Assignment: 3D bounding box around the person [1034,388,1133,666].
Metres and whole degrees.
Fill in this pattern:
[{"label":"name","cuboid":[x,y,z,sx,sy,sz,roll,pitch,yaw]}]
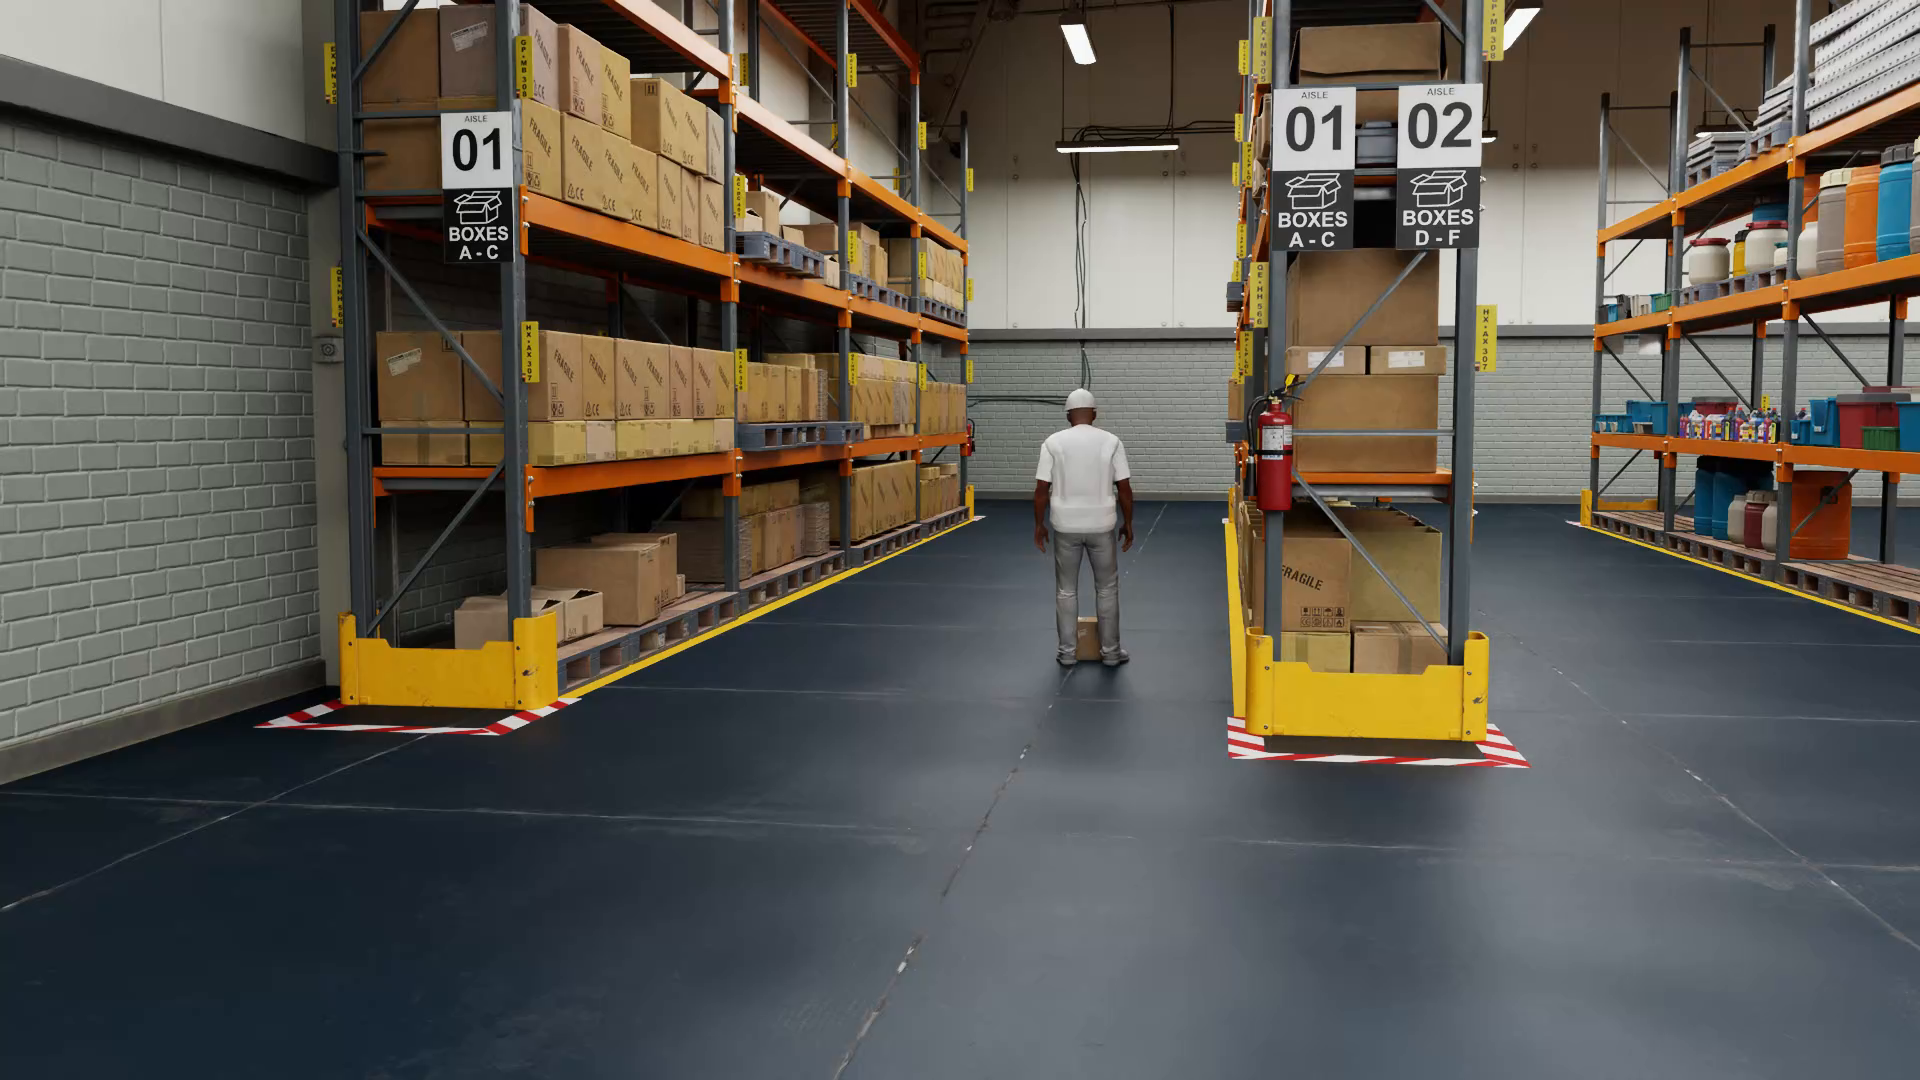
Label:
[{"label":"person","cuboid":[0.793,-0.088,10.657,0.636,1.761,0.454,0,4,6]}]
